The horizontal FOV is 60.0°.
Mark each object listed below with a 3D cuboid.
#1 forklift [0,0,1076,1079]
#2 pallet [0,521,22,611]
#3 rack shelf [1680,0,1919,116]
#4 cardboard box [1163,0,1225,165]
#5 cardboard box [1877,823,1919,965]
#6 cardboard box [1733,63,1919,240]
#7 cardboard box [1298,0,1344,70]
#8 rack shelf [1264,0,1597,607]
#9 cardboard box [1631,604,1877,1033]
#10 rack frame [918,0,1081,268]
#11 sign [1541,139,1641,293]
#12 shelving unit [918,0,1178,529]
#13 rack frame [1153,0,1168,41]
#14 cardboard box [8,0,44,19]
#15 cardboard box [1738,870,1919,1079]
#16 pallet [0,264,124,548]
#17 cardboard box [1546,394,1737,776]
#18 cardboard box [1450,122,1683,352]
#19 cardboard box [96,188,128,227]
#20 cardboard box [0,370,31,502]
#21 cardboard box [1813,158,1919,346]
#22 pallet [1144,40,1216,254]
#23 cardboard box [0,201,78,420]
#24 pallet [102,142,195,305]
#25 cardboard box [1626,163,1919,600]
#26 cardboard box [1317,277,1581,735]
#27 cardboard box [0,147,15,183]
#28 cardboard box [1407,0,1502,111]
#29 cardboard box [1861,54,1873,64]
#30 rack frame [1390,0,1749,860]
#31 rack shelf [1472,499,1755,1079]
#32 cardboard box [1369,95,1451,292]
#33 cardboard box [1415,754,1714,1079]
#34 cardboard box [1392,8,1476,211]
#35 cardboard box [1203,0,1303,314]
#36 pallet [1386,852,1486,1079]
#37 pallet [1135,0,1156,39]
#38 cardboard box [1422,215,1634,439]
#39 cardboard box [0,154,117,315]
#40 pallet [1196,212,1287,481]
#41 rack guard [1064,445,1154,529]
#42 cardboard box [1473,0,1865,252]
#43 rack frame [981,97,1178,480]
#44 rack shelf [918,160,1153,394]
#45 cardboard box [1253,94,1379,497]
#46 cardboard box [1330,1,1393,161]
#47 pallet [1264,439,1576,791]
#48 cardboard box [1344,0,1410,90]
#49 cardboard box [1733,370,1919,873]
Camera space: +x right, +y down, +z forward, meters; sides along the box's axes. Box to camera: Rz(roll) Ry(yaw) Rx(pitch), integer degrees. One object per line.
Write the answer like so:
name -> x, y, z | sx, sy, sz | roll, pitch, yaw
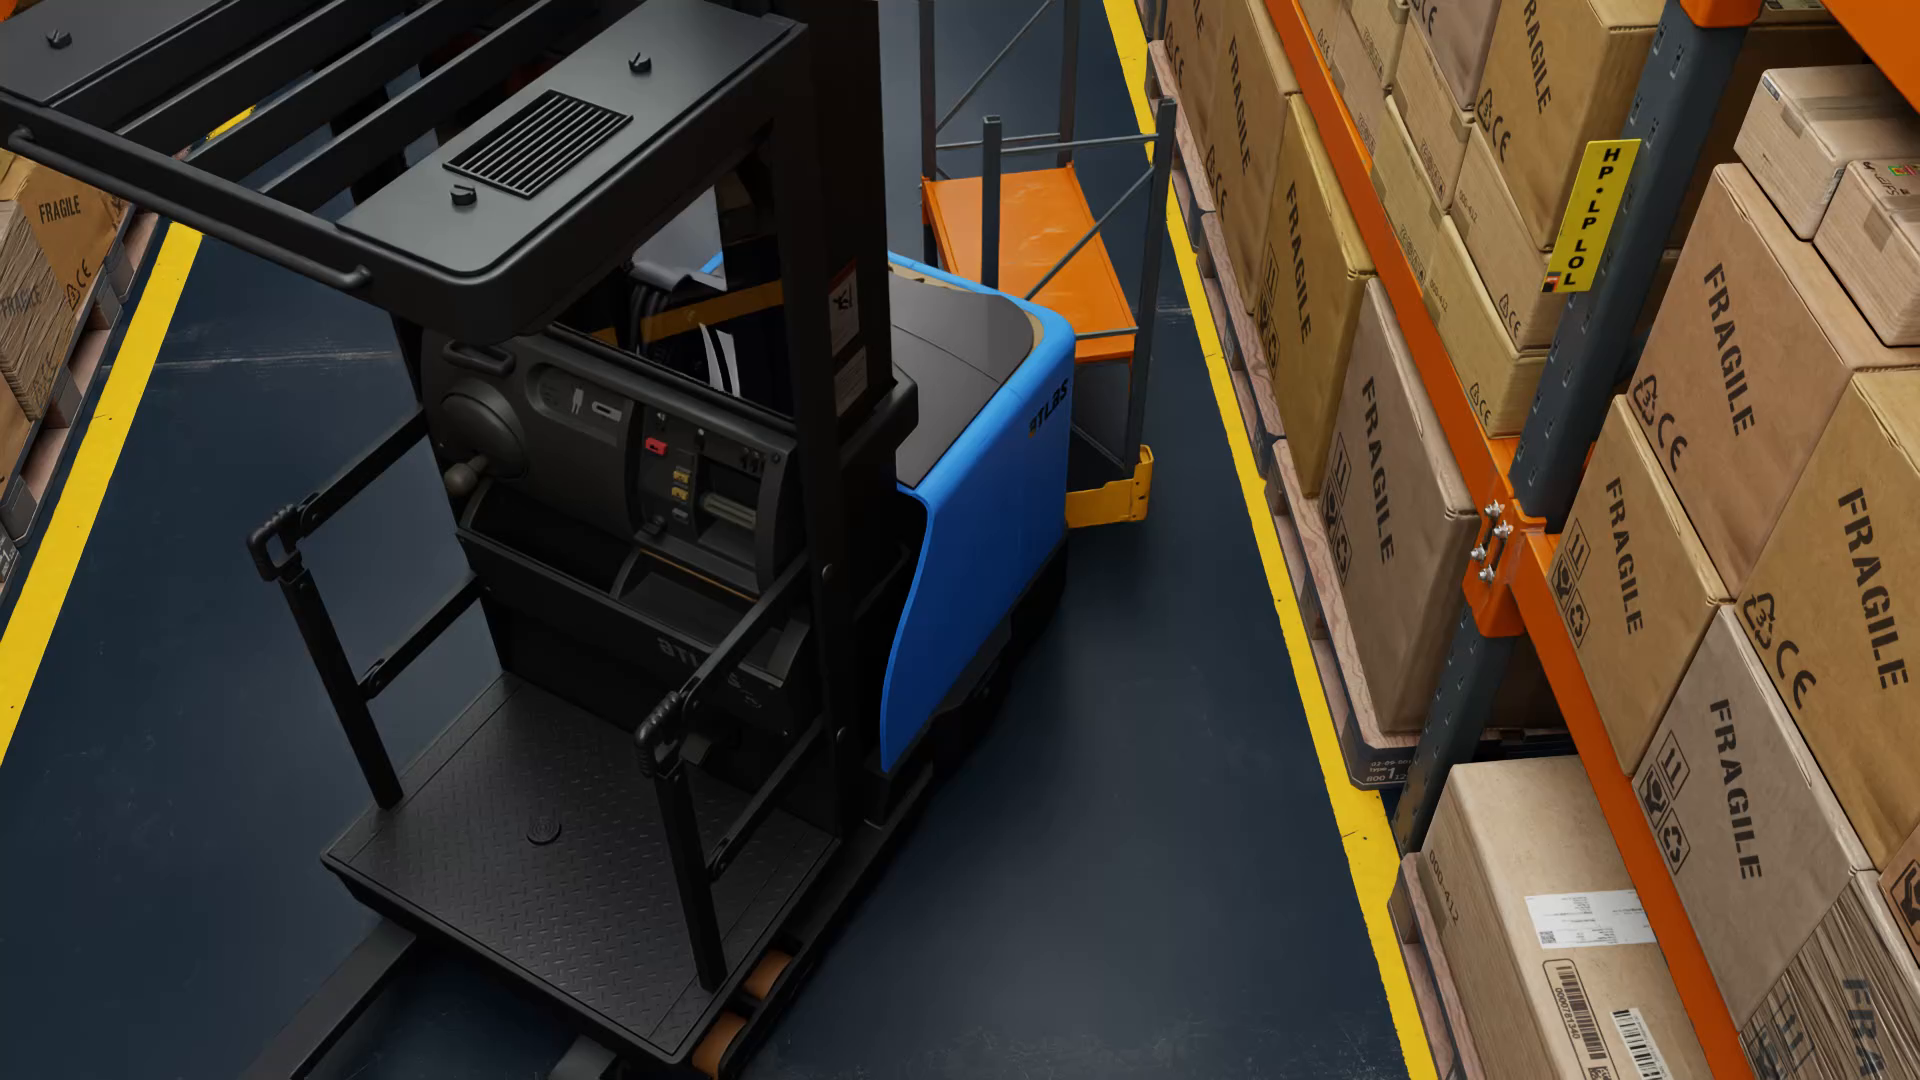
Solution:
forklift -> -0.856, -0.098, 3.324 | 1.130, 2.935, 3.031 | 23, 51, 20
pallet -> -3.378, 0.431, 4.696 | 1.003, 0.211, 1.213 | -3, 47, -3
rack shelf -> 1.841, 0.417, 1.219 | 1.077, 0.370, 4.000 | -3, 47, -3
cardboard box -> 1.313, -2.049, 6.299 | 0.875, 0.875, 0.875 | -4, 47, -4
cardboard box -> 1.539, 0.472, 1.979 | 0.500, 0.500, 0.500 | -3, 47, -3
cardboard box -> 1.441, -0.603, 2.551 | 0.380, 0.149, 0.250 | -4, 47, -4
cardboard box -> 1.272, -1.612, 4.814 | 0.500, 0.250, 0.500 | -3, 47, -3
rack shelf -> 1.506, -1.446, 5.049 | 1.077, 0.370, 4.000 | -3, 47, -3
cardboard box -> 1.490, 0.439, 2.699 | 0.500, 0.500, 0.500 | -3, 47, -3
rack frame -> 0.122, -1.301, 5.449 | 0.500, 1.500, 0.032 | -8, 47, -7
sign -> 1.133, -0.577, 2.988 | 0.100, 0.325, 0.005 | -3, 47, -3
shelving unit -> 0.216, -0.931, 5.099 | 0.587, 1.500, 1.083 | -8, 47, -7
rack frame -> 1.338, -3.140, 6.158 | 1.000, 3.000, 0.127 | -3, 47, -3
cardboard box -> -3.260, -1.806, 5.880 | 0.380, 0.149, 0.250 | -6, 47, -5
cardboard box -> 1.525, 0.800, 2.358 | 0.500, 0.500, 0.500 | -3, 47, -3
pallet -> -3.484, -0.454, 5.534 | 1.003, 0.211, 1.213 | -3, 47, -3
cardboard box -> 1.452, 0.075, 3.044 | 0.500, 0.500, 0.500 | -2, 47, -2
cardboard box -> 1.394, -0.671, 3.578 | 0.500, 0.250, 0.500 | -4, 47, -3
cardboard box -> -3.327, -1.465, 6.004 | 0.500, 0.500, 0.500 | -4, 47, -4
cardboard box -> -3.181, -0.336, 4.935 | 0.500, 0.500, 0.500 | -5, 47, -4
cardboard box -> 1.479, -0.419, 2.376 | 0.380, 0.149, 0.250 | -3, 47, -3
pallet -> 1.329, -1.606, 6.626 | 1.003, 0.211, 1.213 | -3, 47, -3
cardboard box -> -3.218, -0.712, 5.291 | 0.500, 0.500, 0.500 | -5, 47, -5
pallet -> -3.583, -1.334, 6.368 | 1.003, 0.211, 1.213 | -3, 47, -3
cardboard box -> 1.472, -0.265, 2.677 | 0.500, 0.500, 0.500 | -3, 47, -3
cardboard box -> 1.542, -0.104, 4.456 | 0.875, 0.875, 0.875 | -2, 47, -2
cardboard box -> -3.284, -1.239, 5.343 | 0.380, 0.149, 0.250 | -4, 47, -4
cardboard box -> 1.335, -1.306, 3.664 | 0.500, 0.500, 0.500 | -3, 47, -3
cardboard box -> 1.923, -0.960, 3.336 | 0.500, 0.500, 0.500 | -3, 47, -3
rack frame -> 1.673, -0.246, 3.417 | 1.000, 3.000, 0.127 | -3, 47, -3
rack shelf -> 1.841, 1.448, 2.308 | 1.077, 0.370, 4.000 | -3, 47, -3
cardboard box -> 1.343, -0.872, 4.113 | 0.500, 0.250, 0.500 | -4, 47, -4
cardboard box -> 1.619, 0.951, 3.758 | 0.875, 0.438, 0.875 | -4, 47, -4
cardboard box -> 1.345, -1.032, 3.920 | 0.500, 0.250, 0.500 | -2, 47, -2
cardboard box -> 1.384, -1.403, 5.687 | 0.875, 0.875, 0.875 | -3, 47, -3
pallet -> 1.659, 1.268, 3.904 | 1.003, 0.211, 1.213 | -3, 47, -3
pallet -> 1.274, -2.747, 7.706 | 1.003, 0.211, 1.213 | -3, 47, -3
cardboard box -> 1.384, -0.504, 3.764 | 0.500, 0.250, 0.500 | -4, 47, -4
cardboard box -> -3.280, -1.086, 5.645 | 0.500, 0.500, 0.500 | -2, 47, -2
pallet -> 1.428, -0.726, 5.792 | 1.003, 0.211, 1.213 | -3, 47, -3
rack guard -> 0.306, -0.146, 5.216 | 0.587, 0.250, 0.087 | -8, 47, -7
cardboard box -> 1.386, -0.932, 3.309 | 0.500, 0.500, 0.500 | -2, 47, -2
rack frame -> 0.306, -0.575, 4.761 | 0.500, 1.500, 0.032 | -8, 47, -7
rack shelf -> 0.214, -0.814, 5.236 | 0.538, 0.185, 1.000 | -8, 47, -7
cardboard box -> 1.458, -0.757, 5.075 | 0.875, 0.875, 0.875 | -2, 47, -2
cardboard box -> 1.320, -1.238, 4.460 | 0.500, 0.250, 0.500 | -5, 47, -4
pallet -> 1.534, 0.159, 4.954 | 1.003, 0.211, 1.213 | -3, 47, -3
cardboard box -> 1.295, -1.406, 4.275 | 0.500, 0.250, 0.500 | -2, 47, -2
cardboard box -> 1.508, 0.101, 2.331 | 0.500, 0.500, 0.500 | -4, 47, -4
